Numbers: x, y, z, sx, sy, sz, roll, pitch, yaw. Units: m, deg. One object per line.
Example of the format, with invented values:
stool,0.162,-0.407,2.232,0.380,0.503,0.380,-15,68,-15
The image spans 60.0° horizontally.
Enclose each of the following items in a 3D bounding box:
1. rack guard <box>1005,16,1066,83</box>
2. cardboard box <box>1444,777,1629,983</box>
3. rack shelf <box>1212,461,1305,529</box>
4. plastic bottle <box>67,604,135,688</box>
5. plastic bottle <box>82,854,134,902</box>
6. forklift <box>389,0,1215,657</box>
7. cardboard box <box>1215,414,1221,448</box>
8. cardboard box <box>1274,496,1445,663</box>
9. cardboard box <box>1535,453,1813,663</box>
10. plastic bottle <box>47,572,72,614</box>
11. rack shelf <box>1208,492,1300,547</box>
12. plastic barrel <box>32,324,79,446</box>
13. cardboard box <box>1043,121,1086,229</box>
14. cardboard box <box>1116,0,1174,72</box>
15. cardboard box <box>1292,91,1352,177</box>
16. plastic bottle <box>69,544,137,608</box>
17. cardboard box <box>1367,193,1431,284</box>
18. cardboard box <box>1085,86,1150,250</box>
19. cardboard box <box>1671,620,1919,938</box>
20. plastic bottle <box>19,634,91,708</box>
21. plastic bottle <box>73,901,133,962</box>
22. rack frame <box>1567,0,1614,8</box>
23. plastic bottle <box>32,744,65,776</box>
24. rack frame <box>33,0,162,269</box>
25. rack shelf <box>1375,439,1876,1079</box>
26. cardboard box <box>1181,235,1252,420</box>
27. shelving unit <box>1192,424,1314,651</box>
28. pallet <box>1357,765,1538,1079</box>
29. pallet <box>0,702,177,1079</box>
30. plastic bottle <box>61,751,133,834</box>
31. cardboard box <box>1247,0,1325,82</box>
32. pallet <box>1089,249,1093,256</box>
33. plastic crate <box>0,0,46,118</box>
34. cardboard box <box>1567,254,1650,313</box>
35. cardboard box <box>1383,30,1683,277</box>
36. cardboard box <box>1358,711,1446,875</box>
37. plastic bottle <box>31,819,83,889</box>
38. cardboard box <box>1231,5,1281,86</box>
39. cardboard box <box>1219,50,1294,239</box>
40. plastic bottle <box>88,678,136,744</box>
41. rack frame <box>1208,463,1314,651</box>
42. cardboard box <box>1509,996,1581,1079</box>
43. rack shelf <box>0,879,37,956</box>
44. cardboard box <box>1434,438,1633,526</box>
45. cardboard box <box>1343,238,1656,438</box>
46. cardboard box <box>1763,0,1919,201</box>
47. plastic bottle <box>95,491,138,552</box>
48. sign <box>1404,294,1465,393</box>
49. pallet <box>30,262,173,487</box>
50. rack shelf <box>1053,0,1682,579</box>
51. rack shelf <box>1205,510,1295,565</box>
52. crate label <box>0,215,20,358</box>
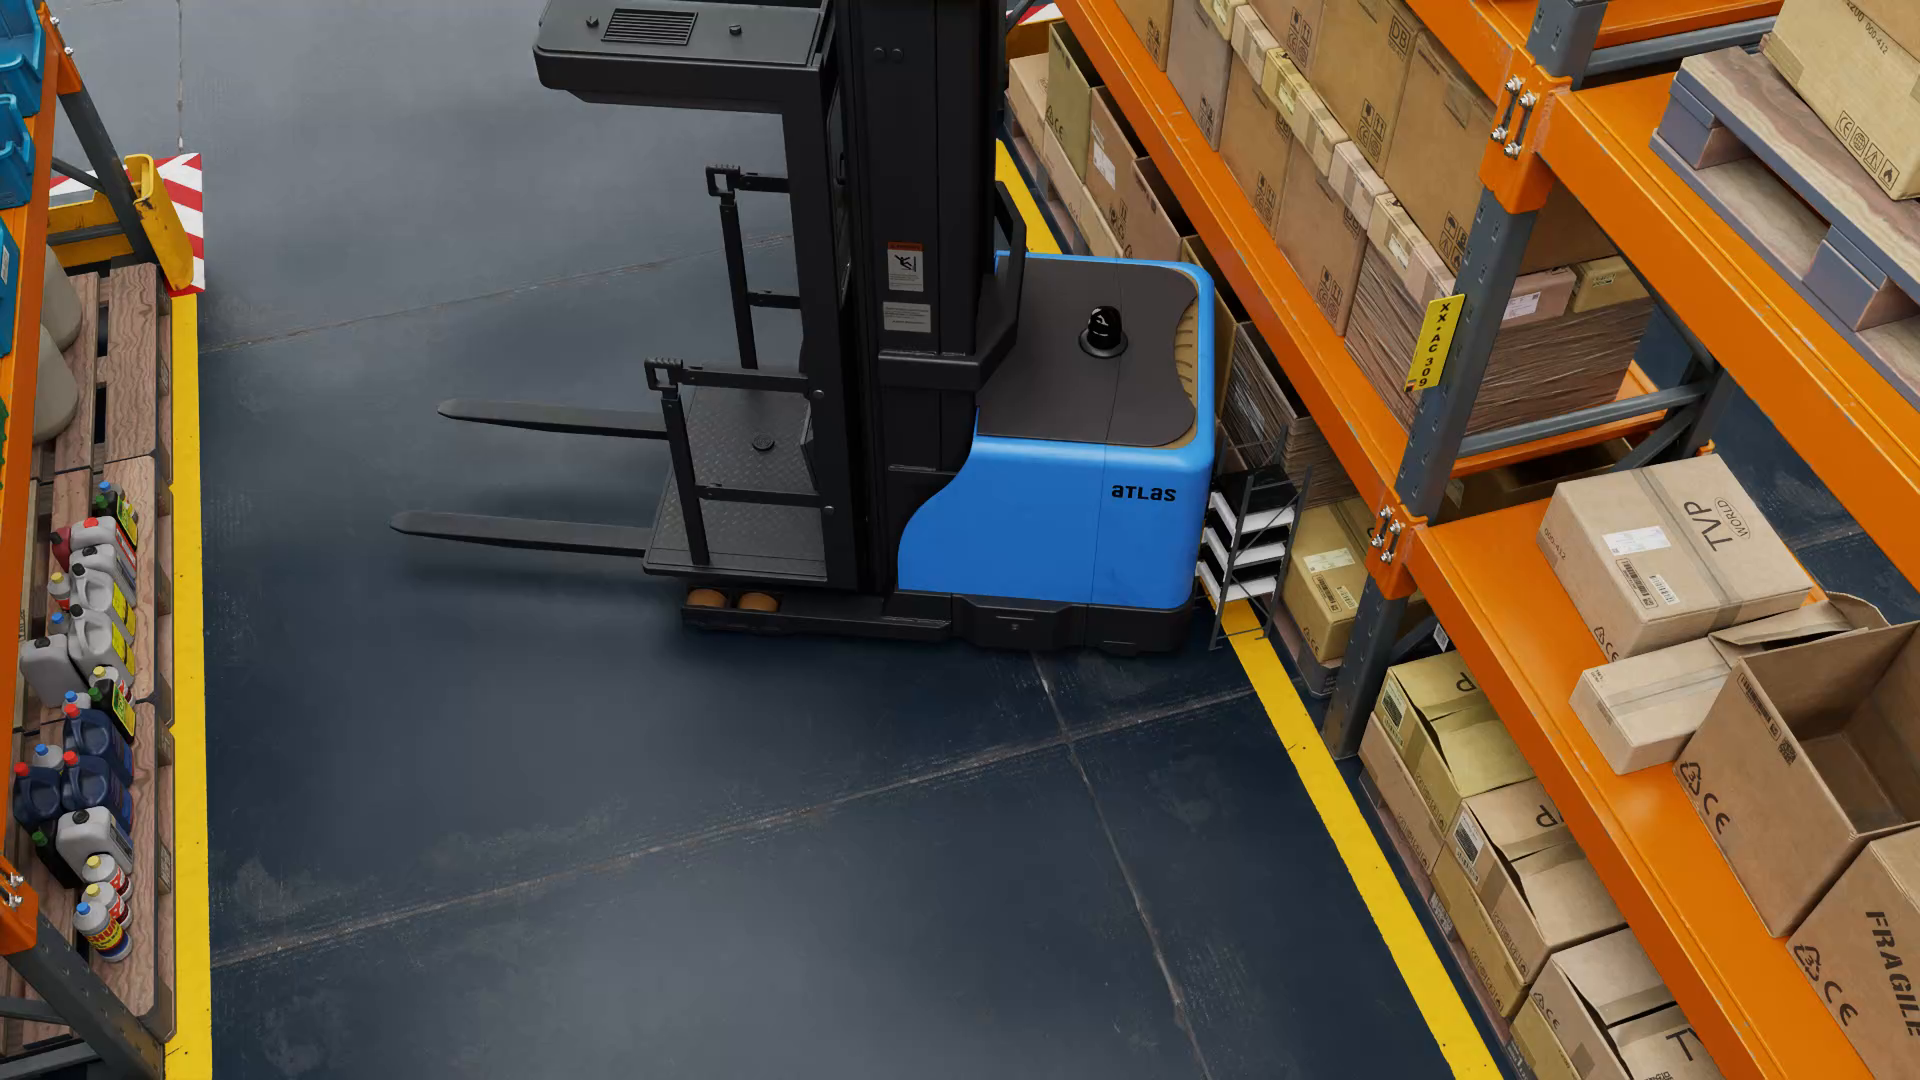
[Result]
rack guard,0.592,-2.472,8.297,1.175,0.500,0.348,-13,51,-11
cardboard box,1.809,0.956,4.929,0.500,0.311,0.500,-14,51,-11
rack shelf,1.032,-0.157,5.758,0.258,0.077,0.200,-11,48,-13
plastic bottle,-2.975,0.359,5.720,0.144,0.351,0.185,-14,51,-11
plastic bottle,-2.686,1.058,5.228,0.097,0.201,0.097,0,50,0
forklift,-0.622,-0.992,5.459,3.031,2.935,1.130,4,50,4
cardboard box,1.136,-0.607,6.613,0.500,0.250,0.500,-13,51,-11
cardboard box,1.436,0.123,5.998,0.500,0.250,0.500,-13,51,-11
cardboard box,1.969,0.059,4.626,0.500,0.250,0.500,-10,51,-9
plastic bottle,-3.196,0.193,5.958,0.097,0.201,0.097,0,50,0
rack shelf,1.028,-0.095,5.823,0.258,0.077,0.200,-11,48,-13
plastic barrel,-3.718,-0.647,6.476,0.421,0.512,0.421,0,50,0
cardboard box,0.697,-1.703,7.537,0.500,0.250,0.500,-13,51,-11
cardboard box,1.026,-2.202,6.369,0.700,0.500,0.500,-13,51,-11
cardboard box,1.267,-1.294,5.179,0.380,0.149,0.250,-13,51,-11
plastic bottle,-3.082,0.127,5.965,0.152,0.276,0.135,-15,51,-12
cardboard box,1.426,-0.911,4.856,0.380,0.149,0.250,-14,51,-12
cardboard box,0.855,-1.582,6.945,0.500,0.500,0.500,-13,51,-11
cardboard box,2.149,0.578,4.025,0.500,0.500,0.500,-10,51,-8
plastic bottle,-3.109,0.435,5.705,0.152,0.276,0.135,-13,51,-11
plastic bottle,-2.626,1.184,5.076,0.097,0.271,0.097,0,50,0
rack frame,1.782,-2.273,2.570,1.000,3.000,0.127,-13,51,-11
plastic bottle,-2.951,0.754,5.439,0.097,0.271,0.097,0,50,0
rack frame,-4.134,-2.143,6.384,1.000,3.000,0.127,-13,51,-11
rack shelf,2.374,1.354,3.907,1.077,0.370,4.000,-13,51,-11
cardboard box,1.148,-0.851,6.329,0.500,0.500,0.500,-13,51,-11
shelving unit,1.023,0.006,5.930,0.258,0.900,0.210,-11,48,-13
pallet,2.037,1.089,5.483,1.003,0.211,1.213,-13,51,-11
pallet,-3.110,1.177,5.409,1.003,0.211,1.213,-13,51,-11
plastic bottle,-2.793,0.807,5.342,0.144,0.351,0.185,-12,51,-10
cardboard box,1.347,-1.847,5.221,0.700,0.500,0.500,-13,51,-11
pallet,1.223,-0.923,7.180,1.003,0.211,1.213,-13,51,-11
plastic crate,-3.700,-1.797,6.190,0.499,0.251,0.616,-13,51,-11
cardboard box,1.888,-0.820,4.780,0.380,0.149,0.250,-13,51,-11
cardboard box,1.645,-1.112,4.601,0.700,0.500,0.500,-13,51,-11
cardboard box,1.665,0.763,5.459,0.500,0.250,0.500,-14,51,-12
plastic bottle,-2.850,0.975,5.245,0.061,0.283,0.133,-13,51,-11
cardboard box,1.123,-1.658,5.486,0.380,0.149,0.250,-12,51,-10
cardboard box,1.338,-1.445,5.730,0.700,0.500,0.500,-13,51,-10
plastic bottle,-2.858,0.561,5.594,0.061,0.283,0.133,-11,51,-9
rack frame,1.053,0.077,5.864,0.240,0.900,0.006,-11,48,-13
cardboard box,1.970,1.514,4.825,0.500,0.250,0.500,-15,51,-12
rack shelf,-2.359,2.471,2.965,1.077,0.370,4.000,-13,51,-11
cardboard box,1.944,-0.239,5.813,0.500,0.500,0.500,-13,51,-11
cardboard box,1.645,-0.694,5.097,0.700,0.500,0.500,-15,51,-12
cardboard box,1.955,-0.941,3.232,0.500,0.250,0.500,-9,50,-7
plastic bottle,-3.120,-0.086,6.139,0.061,0.283,0.133,-12,51,-10
sign,1.252,-0.517,4.395,0.100,0.325,0.005,-13,51,-11
pallet,-3.831,-0.605,6.912,1.003,0.211,1.213,-13,51,-11
rack shelf,1.191,-1.568,6.370,1.077,0.370,4.000,-13,51,-11
rack shelf,1.025,-0.033,5.889,0.258,0.077,0.200,-11,48,-13
crate label,-3.331,-0.871,5.289,0.502,0.435,0.616,-13,51,-11
